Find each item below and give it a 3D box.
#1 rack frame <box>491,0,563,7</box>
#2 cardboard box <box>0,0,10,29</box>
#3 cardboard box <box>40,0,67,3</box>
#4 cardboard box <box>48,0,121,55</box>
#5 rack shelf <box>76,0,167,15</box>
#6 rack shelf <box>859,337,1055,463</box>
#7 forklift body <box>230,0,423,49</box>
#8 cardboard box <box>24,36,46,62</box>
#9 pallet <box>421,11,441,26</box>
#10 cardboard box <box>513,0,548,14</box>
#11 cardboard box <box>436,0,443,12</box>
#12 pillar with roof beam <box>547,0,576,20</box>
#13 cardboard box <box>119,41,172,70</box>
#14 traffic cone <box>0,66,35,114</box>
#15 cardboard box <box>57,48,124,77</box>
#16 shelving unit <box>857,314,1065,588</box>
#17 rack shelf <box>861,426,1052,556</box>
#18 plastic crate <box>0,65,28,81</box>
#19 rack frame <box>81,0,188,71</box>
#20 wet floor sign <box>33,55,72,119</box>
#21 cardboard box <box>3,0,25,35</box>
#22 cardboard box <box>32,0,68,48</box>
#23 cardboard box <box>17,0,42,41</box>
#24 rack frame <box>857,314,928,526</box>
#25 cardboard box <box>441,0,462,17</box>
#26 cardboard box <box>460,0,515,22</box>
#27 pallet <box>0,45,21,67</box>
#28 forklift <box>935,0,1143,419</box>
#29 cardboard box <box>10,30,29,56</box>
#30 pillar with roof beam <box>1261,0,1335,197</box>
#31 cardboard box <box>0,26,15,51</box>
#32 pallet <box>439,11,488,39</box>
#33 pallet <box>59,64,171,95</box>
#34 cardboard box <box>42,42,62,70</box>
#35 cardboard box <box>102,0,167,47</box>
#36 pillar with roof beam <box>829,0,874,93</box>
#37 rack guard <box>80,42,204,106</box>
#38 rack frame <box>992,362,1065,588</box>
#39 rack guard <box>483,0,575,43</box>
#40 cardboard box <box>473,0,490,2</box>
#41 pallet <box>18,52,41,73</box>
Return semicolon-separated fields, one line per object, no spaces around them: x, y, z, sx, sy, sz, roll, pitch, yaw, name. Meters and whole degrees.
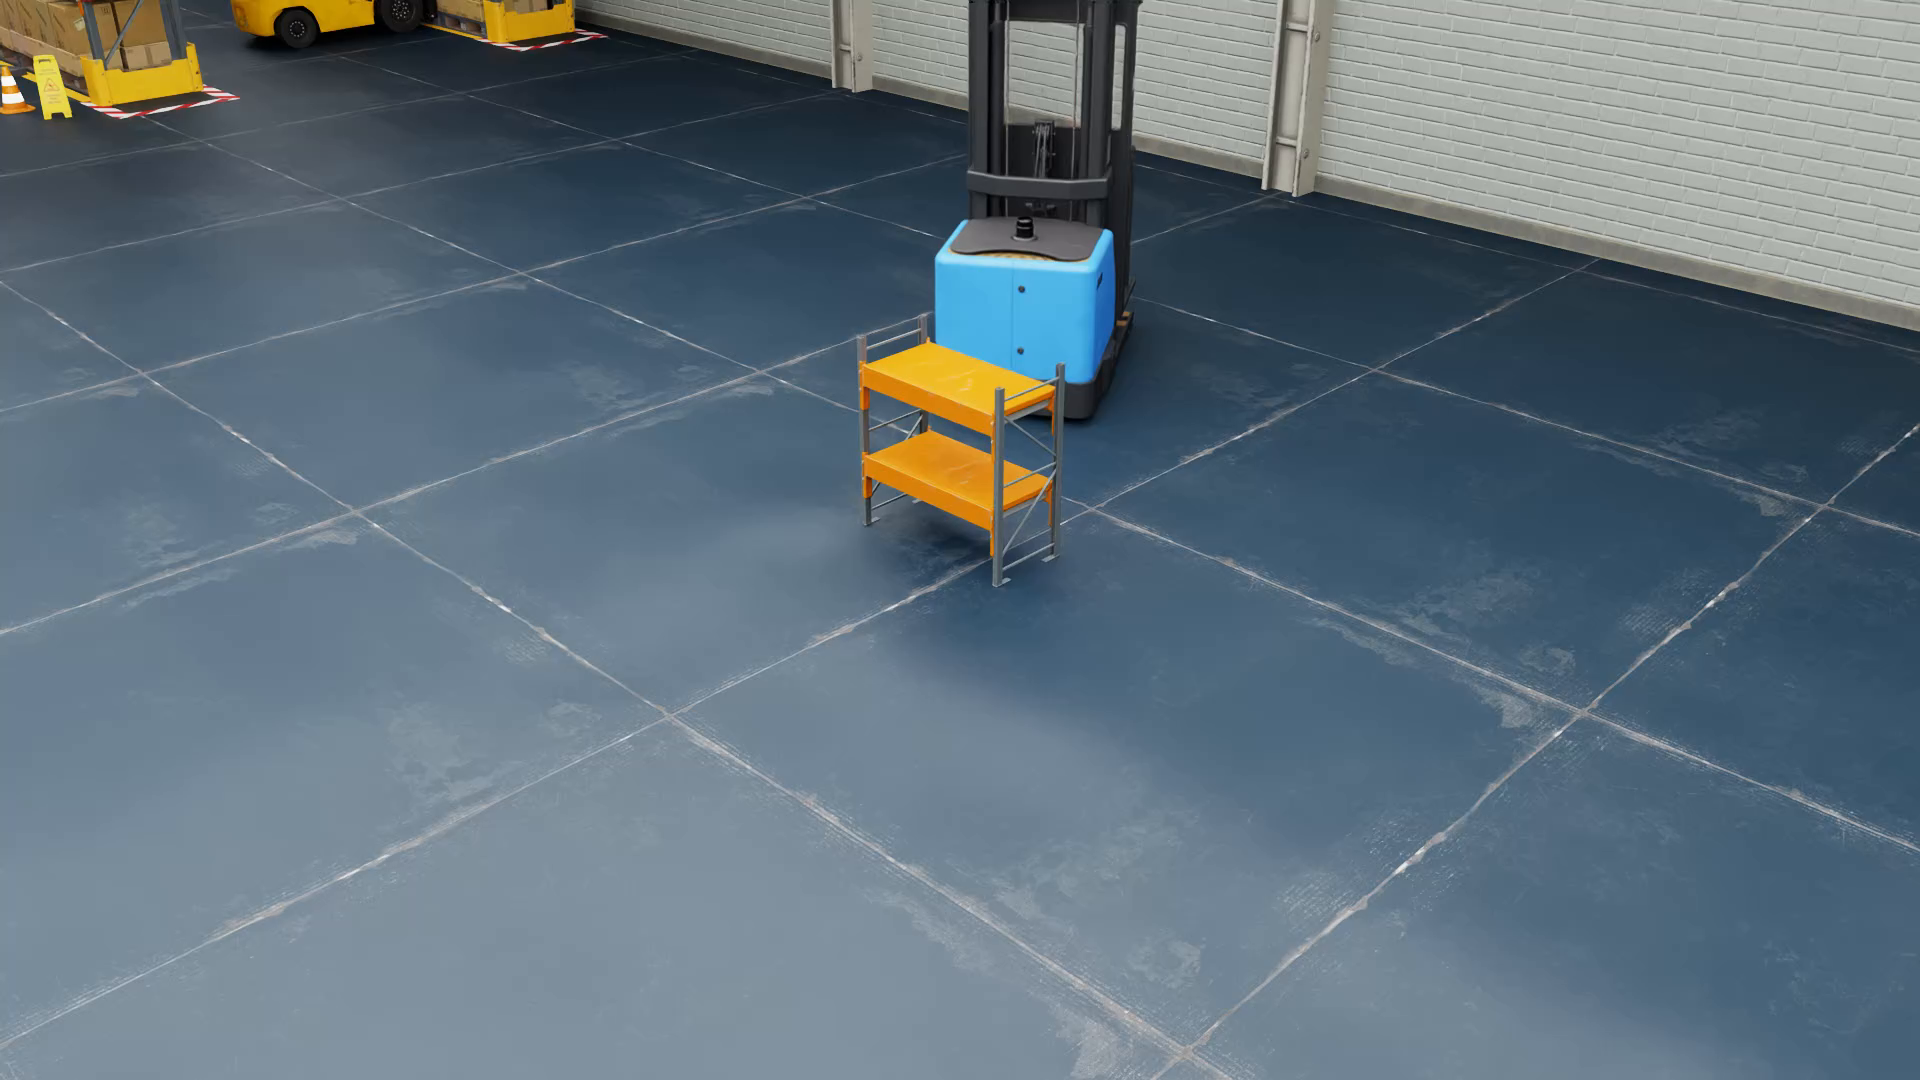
-5.644;-7.972;21.188;0.127;3.000;1.000;25;36;38;rack frame
-11.352;-6.477;20.041;0.500;0.500;0.500;-24;36;-37;cardboard box
-10.184;-6.184;18.788;0.380;0.149;0.250;-24;36;-38;cardboard box
-9.876;-5.799;18.753;0.500;0.500;0.500;25;37;39;cardboard box
-10.548;-6.658;19.461;4.000;0.370;1.077;25;36;38;rack shelf
-0.005;-0.759;8.856;1.000;0.278;0.538;25;36;38;rack shelf
-8.275;-7.610;21.411;1.214;2.155;2.313;25;36;38;forklift body
-10.627;-5.807;19.575;0.500;0.250;0.500;23;35;37;cardboard box
-7.085;-7.371;23.042;1.213;0.211;1.003;25;36;38;pallet
-5.857;-7.166;22.158;0.500;0.250;0.500;25;37;39;cardboard box
-6.899;-7.321;22.453;0.500;0.250;0.500;-25;37;-39;cardboard box
-8.527;-9.725;18.076;0.400;9.000;9.100;25;36;38;pillar with roof beam
-9.503;-5.647;19.270;0.500;0.250;0.500;24;36;38;cardboard box
-10.333;-4.913;18.096;0.334;0.463;0.336;25;36;38;traffic cone
-9.904;-5.475;18.942;0.500;0.250;0.500;24;36;38;cardboard box
-0.005;-0.500;8.992;1.048;1.125;0.538;25;36;38;shelving unit
-0.005;-0.284;9.106;1.000;0.278;0.538;25;36;38;rack shelf
-11.429;-5.552;19.723;0.583;0.080;0.402;12;30;22;plastic crate
-9.122;-6.323;18.053;0.127;3.000;1.000;25;36;38;rack frame
-9.736;-4.864;17.808;0.267;0.644;0.232;-13;30;-22;wet floor sign
-10.984;-6.307;19.719;0.500;0.500;0.500;-23;35;-37;cardboard box
-10.250;-5.968;19.075;0.500;0.500;0.500;-24;36;-37;cardboard box
-10.605;-6.135;19.392;0.500;0.500;0.500;24;36;37;cardboard box
-0.367;-0.666;9.308;0.032;1.125;0.500;25;36;38;rack frame
-6.549;-7.155;22.137;0.500;0.250;0.500;25;36;38;cardboard box
-6.201;-6.989;21.822;0.500;0.250;0.500;25;37;39;cardboard box
-11.470;-6.187;20.790;1.213;0.211;1.003;25;36;38;pallet
0.650;-2.734;11.301;1.130;2.935;3.031;6;28;11;forklift
-10.974;-5.973;19.889;0.500;0.250;0.500;24;36;38;cardboard box
0.030;-5.809;10.629;0.400;9.000;9.100;25;36;38;pillar with roof beam
-11.354;-6.145;20.217;0.500;0.250;0.500;-23;35;-36;cardboard box
-6.219;-6.973;22.285;1.213;0.211;1.003;25;36;38;pallet
-9.730;-5.391;19.276;1.213;0.211;1.003;25;36;38;pallet
-10.250;-5.638;19.253;0.500;0.250;0.500;25;37;39;cardboard box
-9.520;-5.987;19.110;0.500;0.500;0.500;23;36;37;cardboard box
-4.249;-7.767;14.352;0.400;9.000;9.100;25;36;38;pillar with roof beam
-9.176;-5.242;18.682;0.348;0.500;1.175;25;36;38;rack guard
0.358;-0.334;8.677;0.032;1.125;0.500;25;36;38;rack frame
-5.627;-6.858;21.755;0.348;0.500;1.175;25;36;38;rack guard
-6.210;-7.217;21.719;0.500;0.250;0.500;24;36;38;cardboard box
-10.596;-5.789;20.032;1.213;0.211;1.003;25;36;38;pallet
